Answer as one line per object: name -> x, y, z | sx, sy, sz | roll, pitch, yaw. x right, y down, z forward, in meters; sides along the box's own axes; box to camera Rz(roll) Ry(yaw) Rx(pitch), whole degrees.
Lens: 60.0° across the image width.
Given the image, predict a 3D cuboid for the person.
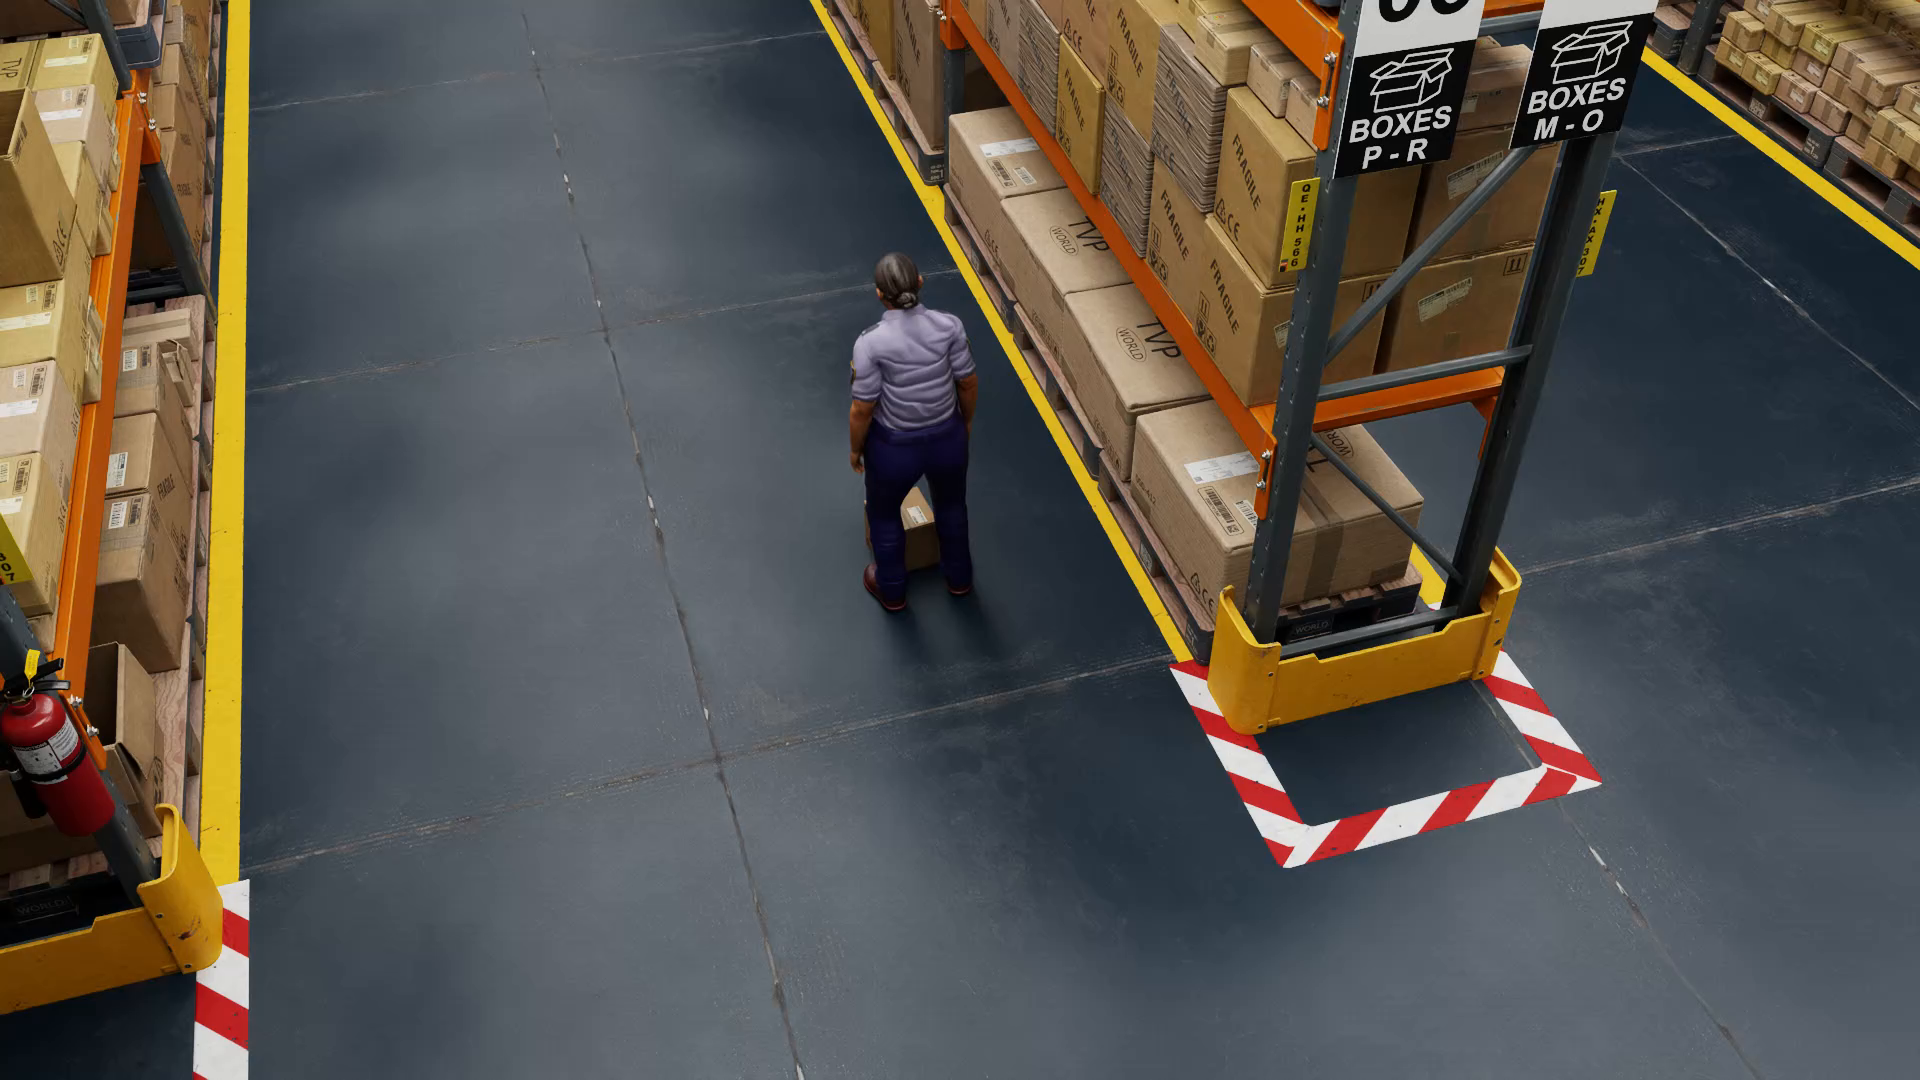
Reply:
person -> -0.179, -0.397, 6.600 | 0.545, 1.650, 0.375 | -14, 44, -15
